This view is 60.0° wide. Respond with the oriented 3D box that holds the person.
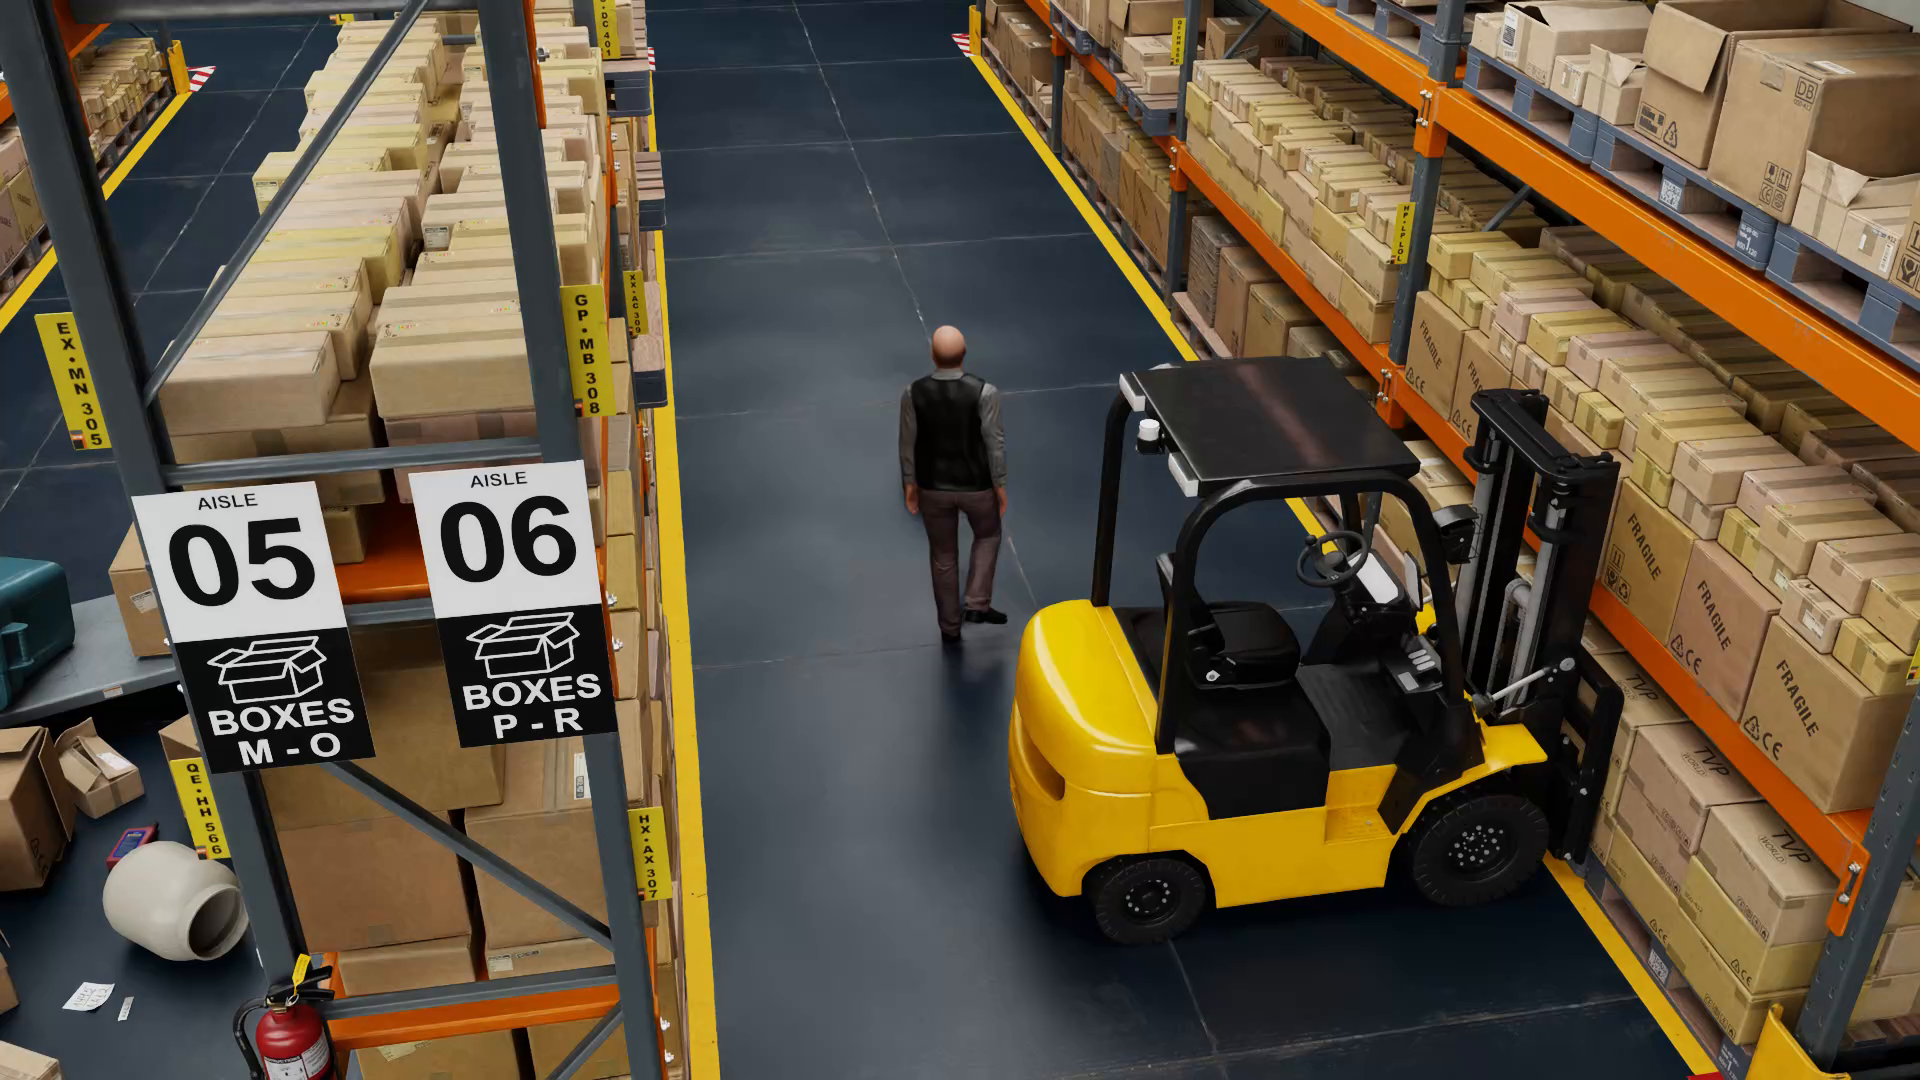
[{"bbox_3d":[-0.032,-0.264,8.589,0.576,1.713,0.480,2,31,4],"label":"person"}]
